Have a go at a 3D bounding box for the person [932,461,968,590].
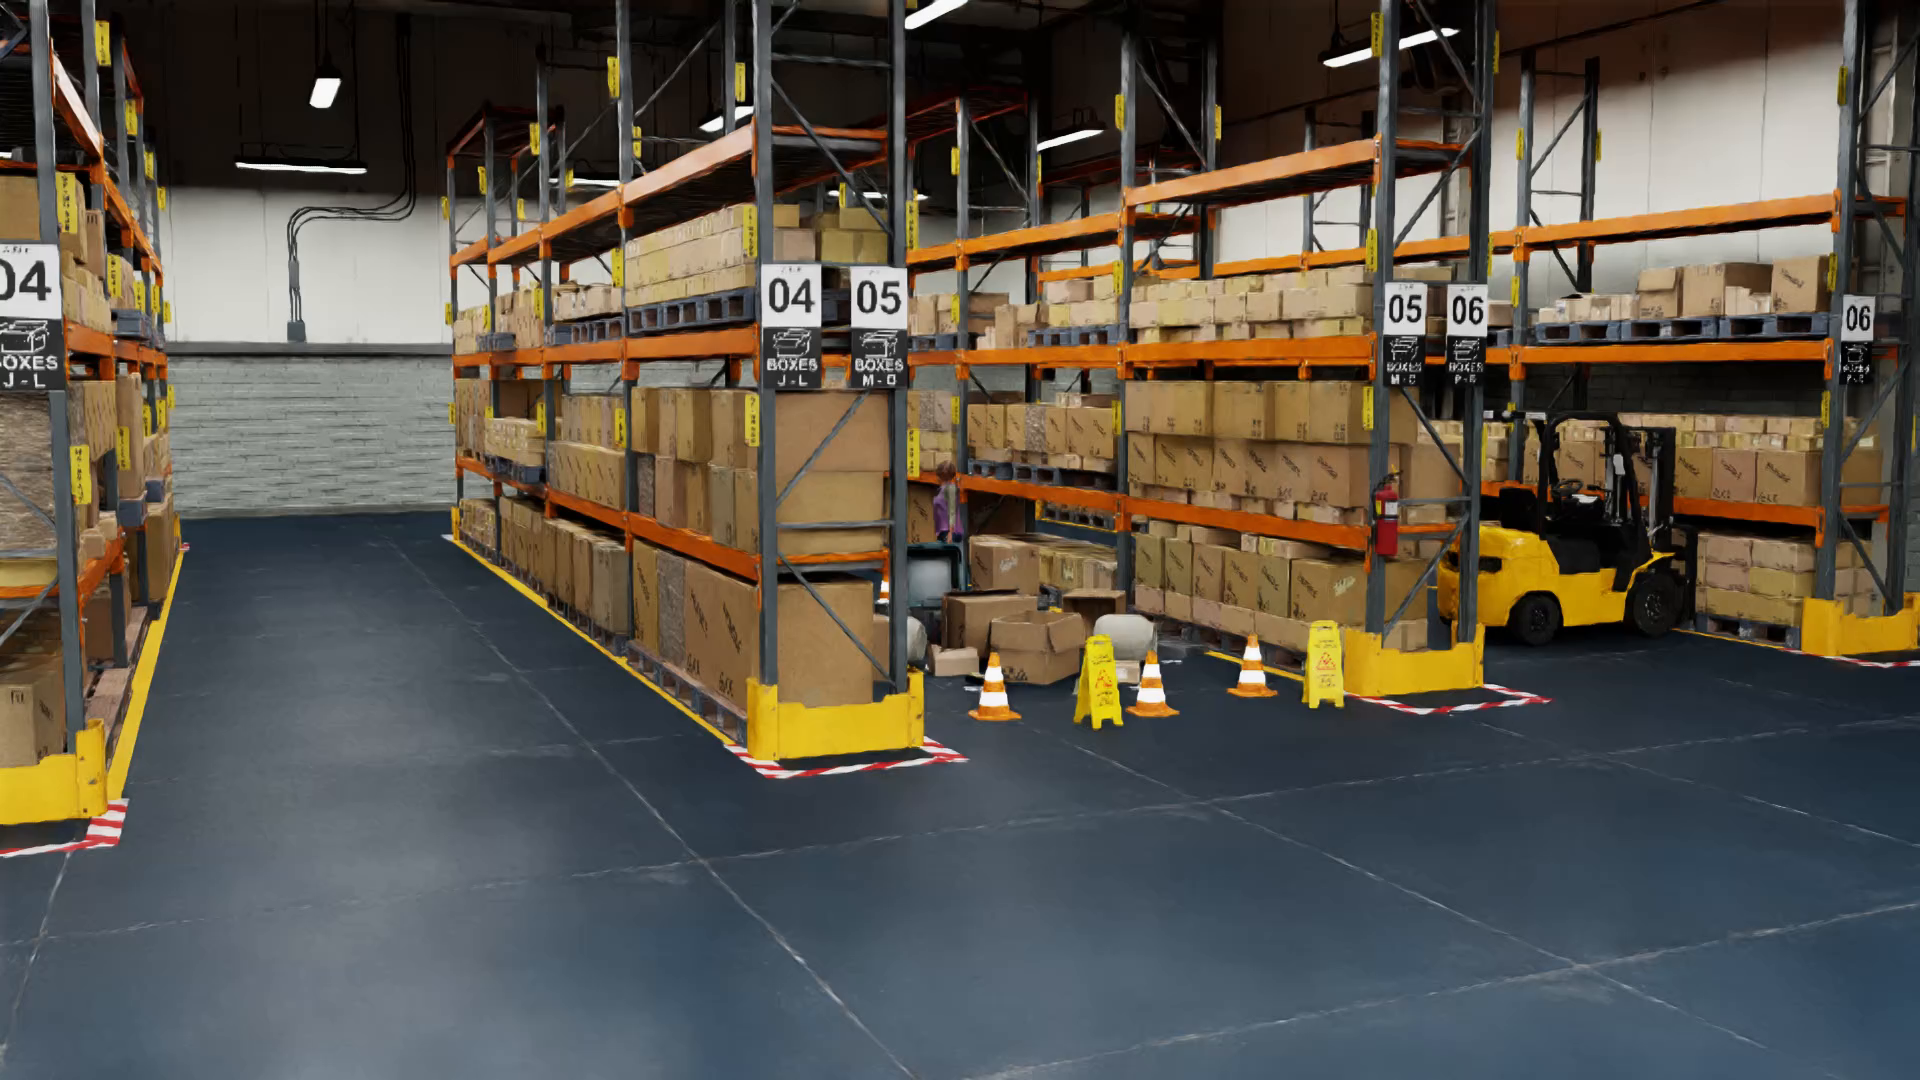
[{"bbox_3d":[-0.135,-0.037,17.690,0.386,1.570,0.567,-2,6,-20],"label":"person"}]
